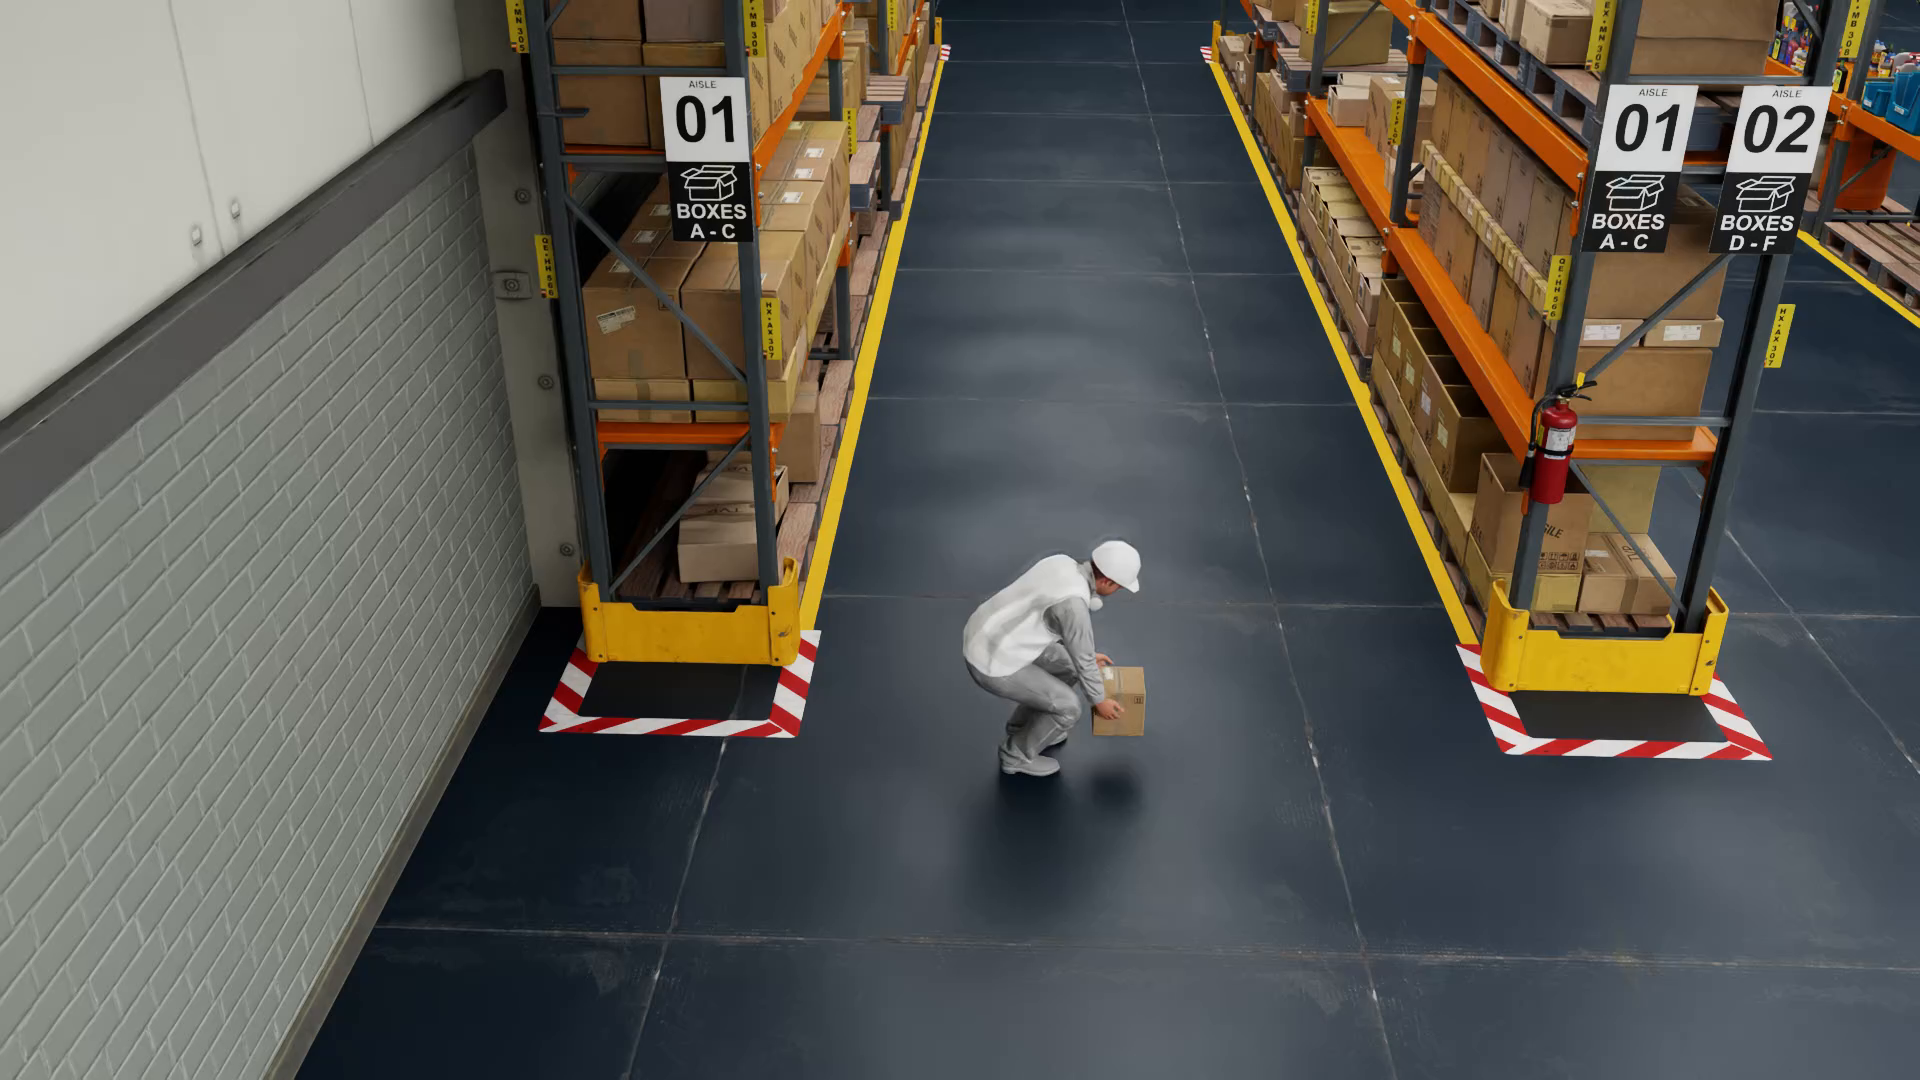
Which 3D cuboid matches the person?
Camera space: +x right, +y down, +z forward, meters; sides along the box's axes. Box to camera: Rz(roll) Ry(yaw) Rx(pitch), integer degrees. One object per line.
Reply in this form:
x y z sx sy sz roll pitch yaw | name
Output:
0.439 0.552 8.167 0.849 1.196 0.520 1 28 2 | person
